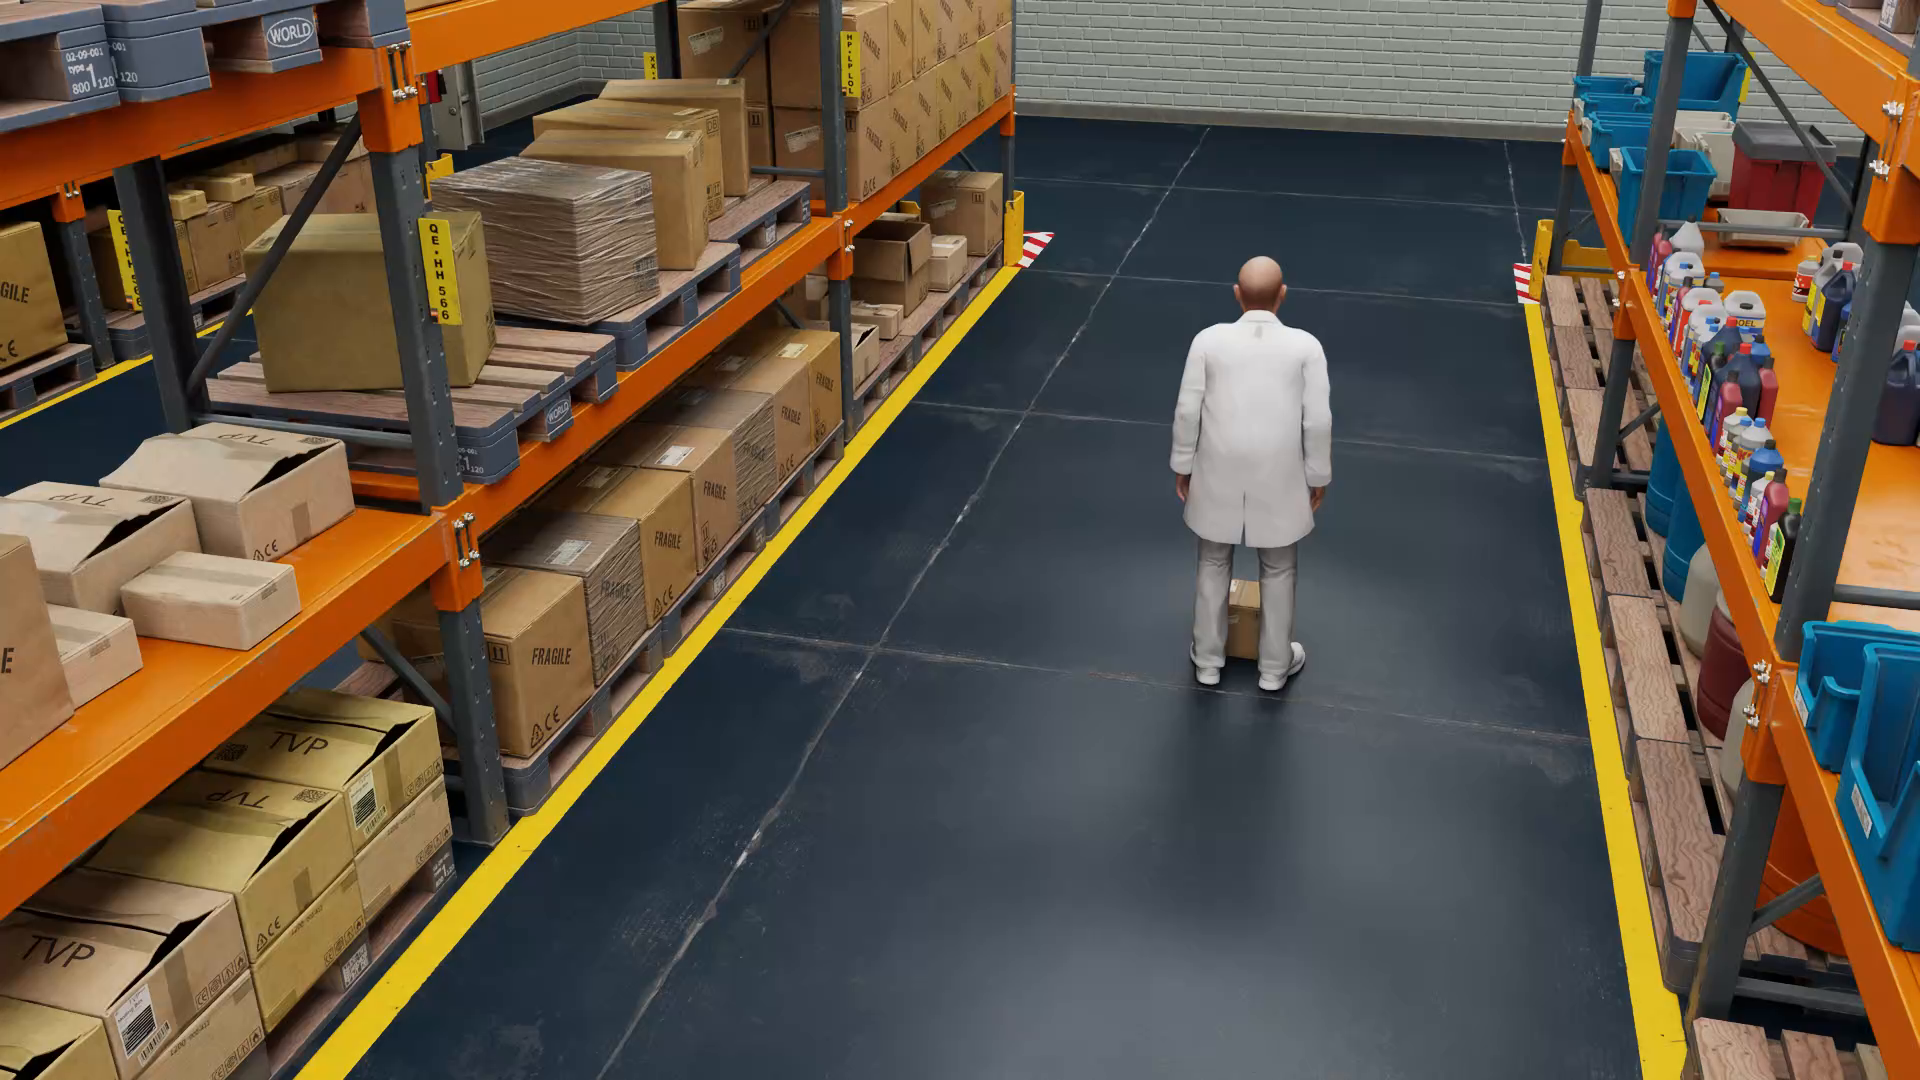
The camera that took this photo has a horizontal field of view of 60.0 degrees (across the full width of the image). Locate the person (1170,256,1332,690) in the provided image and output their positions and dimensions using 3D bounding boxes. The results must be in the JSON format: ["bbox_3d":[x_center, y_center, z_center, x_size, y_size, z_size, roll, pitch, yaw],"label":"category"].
[{"bbox_3d":[1.160,-0.252,6.666,0.642,1.774,0.420,6,26,13],"label":"person"}]
